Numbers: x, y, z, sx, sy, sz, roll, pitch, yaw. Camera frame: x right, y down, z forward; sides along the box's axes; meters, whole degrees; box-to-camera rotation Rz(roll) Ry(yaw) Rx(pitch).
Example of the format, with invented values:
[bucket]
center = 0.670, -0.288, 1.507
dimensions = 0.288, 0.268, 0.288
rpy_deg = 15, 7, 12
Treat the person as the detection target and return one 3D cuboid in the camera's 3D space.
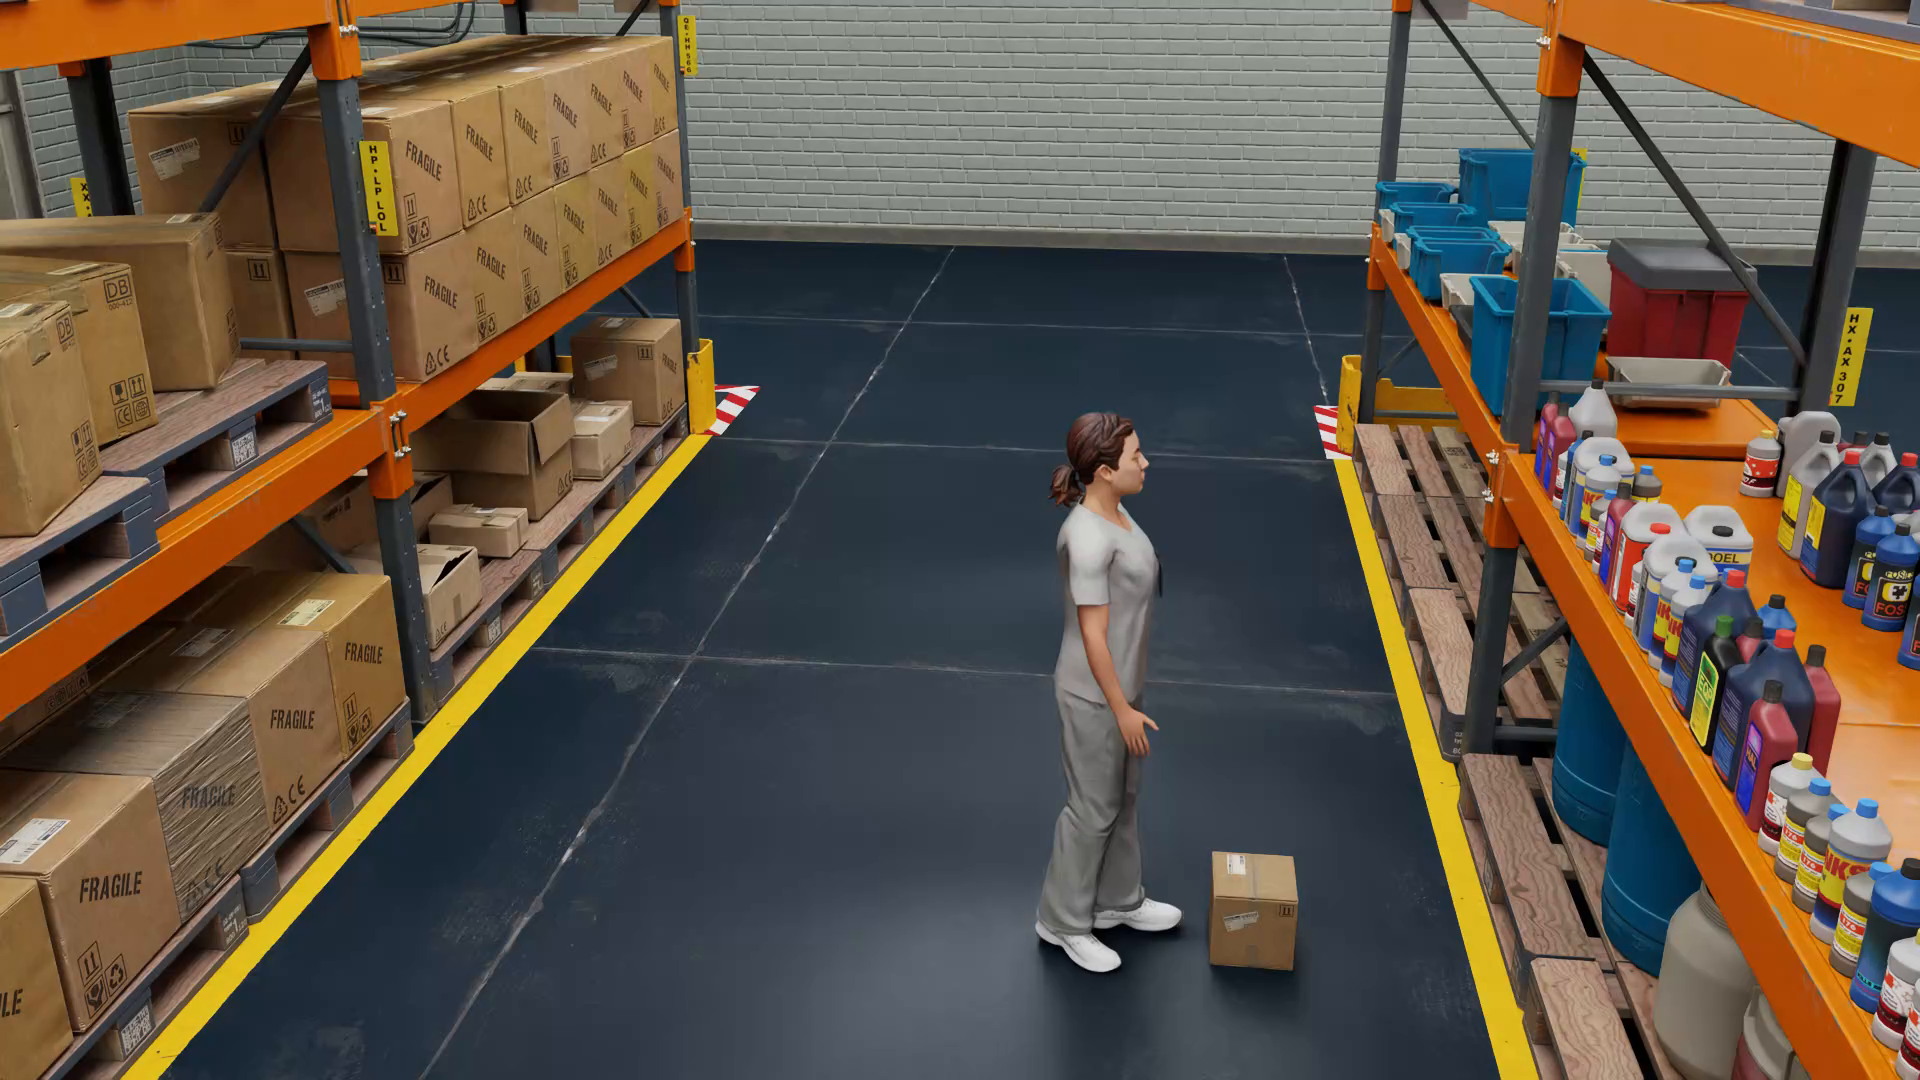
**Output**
[person]
center = 0.453, 0.450, 4.883
dimensions = 0.449, 1.683, 0.509
rpy_deg = 5, 22, 13
